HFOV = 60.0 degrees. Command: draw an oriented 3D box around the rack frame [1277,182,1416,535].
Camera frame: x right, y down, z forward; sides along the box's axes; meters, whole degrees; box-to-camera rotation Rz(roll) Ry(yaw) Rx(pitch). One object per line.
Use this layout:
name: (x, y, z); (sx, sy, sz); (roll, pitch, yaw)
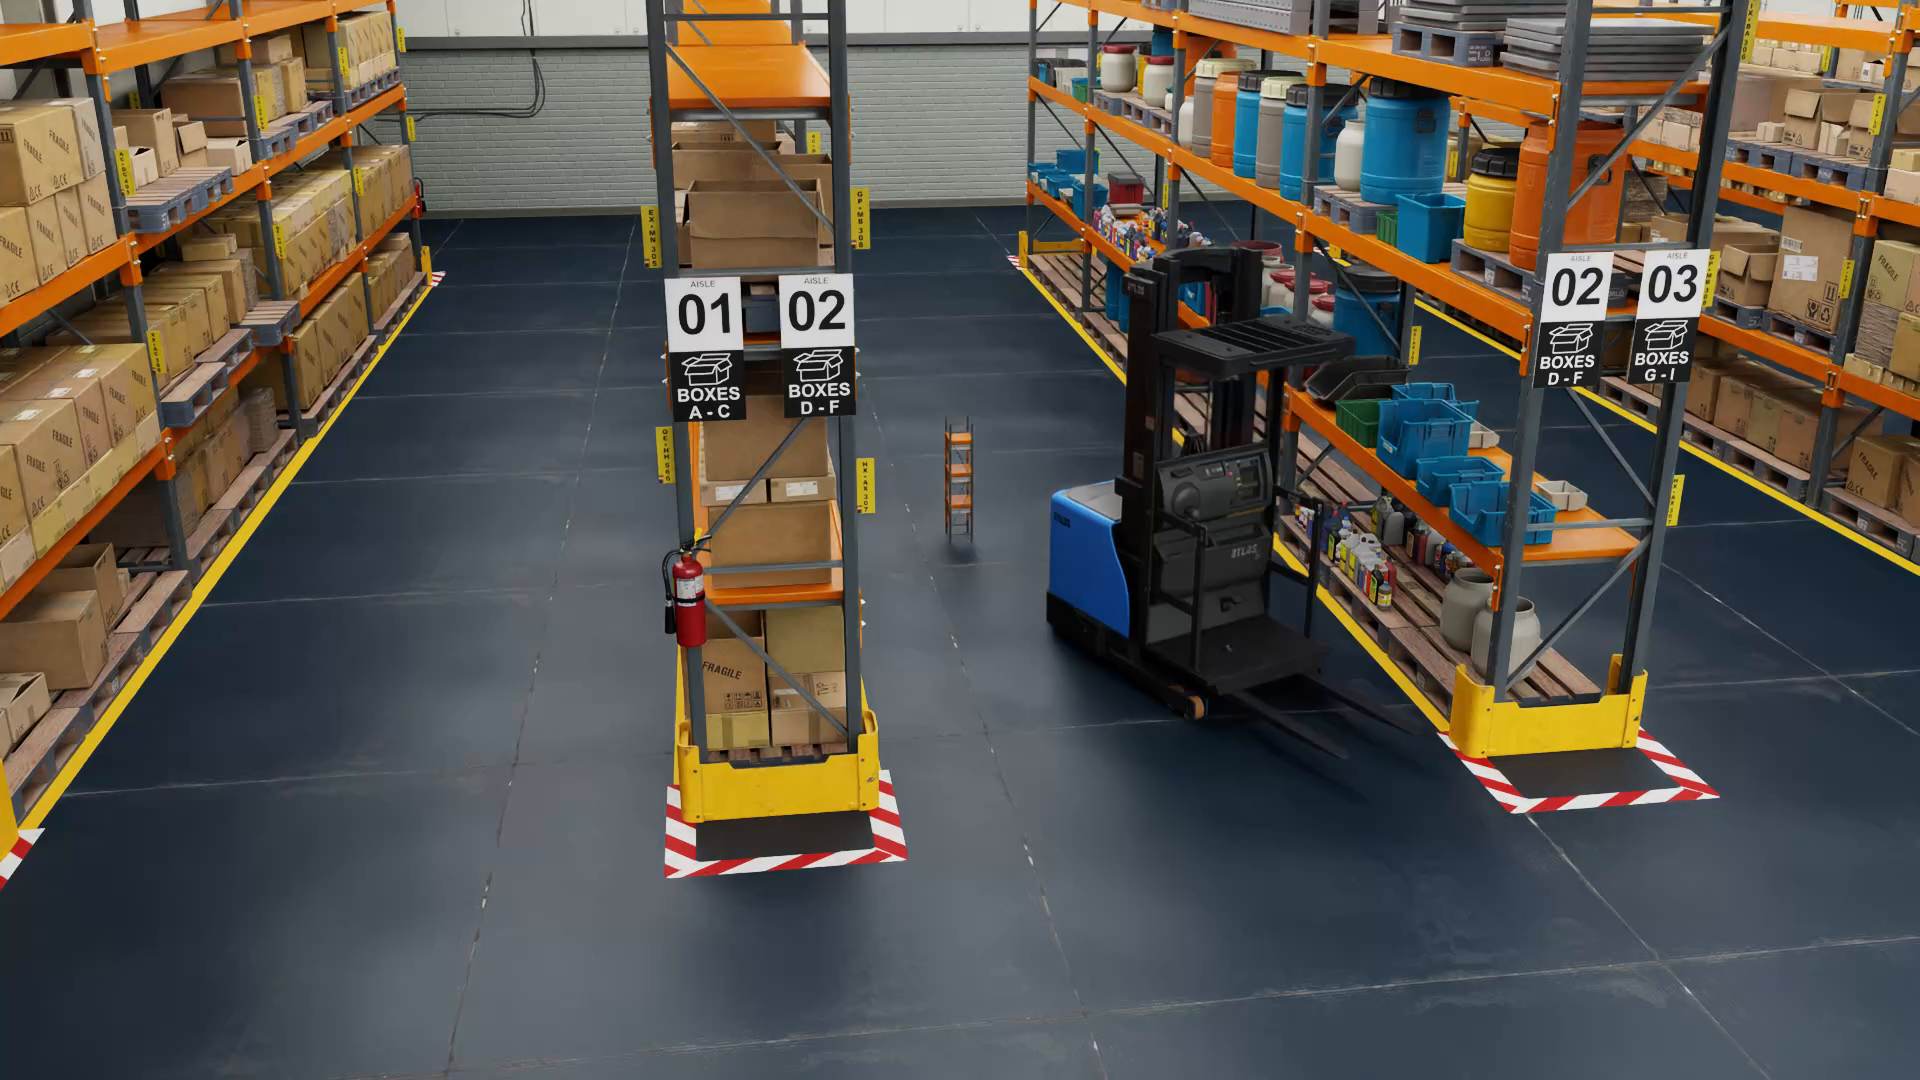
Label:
rack frame: (3.243, -1.471, 13.867); (1.000, 3.000, 0.127); (-3, 21, -8)

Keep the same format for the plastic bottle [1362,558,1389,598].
plastic bottle: (3.112, 0.281, 12.440); (0.152, 0.276, 0.135); (-3, 21, -7)

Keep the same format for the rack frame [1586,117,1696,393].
rack frame: (7.568, -3.106, 18.244); (1.000, 3.000, 0.127); (-3, 21, -8)

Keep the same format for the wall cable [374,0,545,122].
wall cable: (-8.752, -8.458, 28.439); (3.097, 2.526, 0.112); (-3, 21, -8)

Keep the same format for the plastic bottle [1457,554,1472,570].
plastic bottle: (3.817, 0.224, 12.600); (0.097, 0.271, 0.097); (0, 20, 0)

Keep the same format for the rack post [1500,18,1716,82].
rack post: (3.837, -2.930, 9.915); (0.937, 0.300, 0.954); (-1, 20, -2)

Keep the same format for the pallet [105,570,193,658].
pallet: (-6.429, 0.566, 12.400); (1.003, 0.211, 1.213); (-3, 21, -8)

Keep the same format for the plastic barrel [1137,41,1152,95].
plastic barrel: (2.422, -5.625, 19.834); (0.600, 0.588, 0.600); (0, 20, 0)

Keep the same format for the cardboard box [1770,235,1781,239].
cardboard box: (11.987, -4.340, 24.174); (0.380, 0.149, 0.250); (-2, 21, -7)

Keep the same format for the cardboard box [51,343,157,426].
cardboard box: (-6.186, -1.114, 12.025); (0.500, 0.500, 0.500); (-3, 21, -8)

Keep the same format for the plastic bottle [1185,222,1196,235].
plastic bottle: (2.705, -3.535, 19.463); (0.144, 0.351, 0.185); (-3, 21, -8)

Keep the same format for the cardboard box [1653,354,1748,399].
cardboard box: (7.777, -1.718, 17.474); (0.700, 0.500, 0.500); (-5, 21, -12)

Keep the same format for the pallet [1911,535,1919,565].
pallet: (8.455, 0.240, 13.273); (1.003, 0.211, 1.213); (-3, 21, -8)

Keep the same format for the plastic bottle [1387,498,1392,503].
plastic bottle: (3.604, -0.256, 13.986); (0.097, 0.201, 0.097); (0, 20, 0)

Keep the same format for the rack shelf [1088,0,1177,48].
rack shelf: (2.378, -5.834, 18.576); (1.077, 0.370, 4.000); (-3, 21, -8)

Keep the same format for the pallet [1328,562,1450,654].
pallet: (3.478, 0.493, 12.594); (1.003, 0.211, 1.213); (-3, 21, -8)

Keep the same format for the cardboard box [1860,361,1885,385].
cardboard box: (7.901, -1.426, 14.107); (0.380, 0.149, 0.250); (-3, 21, -8)

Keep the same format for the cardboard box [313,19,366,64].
cardboard box: (-7.619, -6.110, 20.399); (0.500, 0.500, 0.500); (-3, 21, -9)

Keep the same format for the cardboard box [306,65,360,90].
cardboard box: (-7.552, -5.572, 20.032); (0.500, 0.250, 0.500); (-3, 21, -8)

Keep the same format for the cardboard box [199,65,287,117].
cardboard box: (-7.542, -4.723, 17.515); (0.700, 0.500, 0.500); (-3, 21, -8)

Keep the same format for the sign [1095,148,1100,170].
sign: (2.055, -5.736, 25.052); (0.100, 0.325, 0.005); (-3, 21, -8)

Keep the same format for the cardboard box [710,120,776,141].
cardboard box: (-1.709, -3.321, 13.076); (0.500, 0.500, 0.500); (-3, 21, -7)

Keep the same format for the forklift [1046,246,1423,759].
forklift: (1.829, -0.361, 10.994); (1.130, 2.935, 3.031); (-12, 23, -29)

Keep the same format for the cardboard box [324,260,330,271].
cardboard box: (-7.245, -3.088, 18.527); (0.380, 0.149, 0.250); (-3, 21, -9)

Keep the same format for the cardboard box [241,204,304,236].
cardboard box: (-7.026, -3.259, 16.987); (0.500, 0.250, 0.500); (-3, 21, -9)

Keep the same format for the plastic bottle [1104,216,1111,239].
plastic bottle: (1.822, -3.833, 20.375); (0.097, 0.271, 0.097); (0, 20, 0)

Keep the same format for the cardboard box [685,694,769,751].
cardboard box: (-1.452, 1.083, 10.359); (0.500, 0.250, 0.500); (-3, 21, -8)

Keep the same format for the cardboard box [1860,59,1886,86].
cardboard box: (11.833, -5.951, 21.102); (0.500, 0.311, 0.500); (-3, 21, -9)

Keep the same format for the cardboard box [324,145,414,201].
cardboard box: (-8.207, -5.091, 23.130); (0.980, 0.700, 0.700); (-2, 21, -5)

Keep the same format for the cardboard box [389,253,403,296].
cardboard box: (-7.945, -3.567, 22.452); (0.700, 0.500, 0.500); (-4, 21, -10)

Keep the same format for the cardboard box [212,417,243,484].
cardboard box: (-6.923, -0.790, 14.988); (0.700, 0.500, 0.500); (-3, 21, -8)

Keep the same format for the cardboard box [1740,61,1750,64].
cardboard box: (11.355, -6.963, 23.786); (0.500, 0.250, 0.500); (-4, 21, -10)

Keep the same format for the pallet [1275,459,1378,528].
pallet: (3.092, -0.435, 15.078); (1.003, 0.211, 1.213); (-3, 21, -8)

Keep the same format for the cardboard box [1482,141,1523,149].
cardboard box: (7.091, -4.787, 21.168); (0.797, 0.503, 0.637); (-3, 21, -9)

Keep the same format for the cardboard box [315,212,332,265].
cardboard box: (-7.173, -3.266, 18.078); (0.500, 0.500, 0.500); (-2, 21, -6)

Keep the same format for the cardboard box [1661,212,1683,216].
cardboard box: (11.077, -5.032, 26.026); (0.380, 0.149, 0.250); (-4, 21, -10)

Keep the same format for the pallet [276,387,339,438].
pallet: (-7.176, -1.327, 17.467); (1.003, 0.211, 1.213); (-3, 21, -8)

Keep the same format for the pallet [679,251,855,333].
pallet: (-1.159, -1.447, 9.644); (1.003, 0.211, 1.213); (-3, 21, -8)

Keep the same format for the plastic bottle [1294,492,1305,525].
plastic bottle: (2.855, -0.267, 13.913); (0.097, 0.271, 0.097); (0, 20, 0)

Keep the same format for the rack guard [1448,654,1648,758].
rack guard: (3.762, 1.061, 10.661); (1.175, 0.500, 0.348); (-3, 21, -8)

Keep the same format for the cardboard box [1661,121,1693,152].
cardboard box: (7.457, -4.087, 16.800); (0.500, 0.250, 0.500); (-2, 21, -6)

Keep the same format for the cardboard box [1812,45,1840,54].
cardboard box: (11.598, -6.556, 22.126); (0.380, 0.149, 0.250); (-4, 21, -10)

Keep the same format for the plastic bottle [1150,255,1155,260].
plastic bottle: (2.140, -3.036, 18.341); (0.097, 0.201, 0.097); (0, 20, 0)

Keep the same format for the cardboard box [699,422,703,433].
cardboard box: (-1.474, -0.668, 10.648); (0.380, 0.149, 0.250); (-2, 21, -6)

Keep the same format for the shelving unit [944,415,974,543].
shelving unit: (-0.008, -0.510, 14.082); (0.215, 1.050, 0.252); (-3, 21, -8)

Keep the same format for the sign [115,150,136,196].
sign: (-6.025, -2.649, 11.995); (0.100, 0.325, 0.005); (-3, 21, -8)

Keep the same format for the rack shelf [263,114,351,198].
rack shelf: (-7.425, -4.117, 17.693); (1.077, 0.370, 4.000); (-3, 21, -8)

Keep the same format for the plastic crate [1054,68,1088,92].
plastic crate: (1.527, -6.192, 22.391); (0.437, 0.282, 0.530); (-3, 21, -8)

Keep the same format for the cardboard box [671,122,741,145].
cardboard box: (-1.847, -2.749, 12.059); (0.500, 0.500, 0.500); (-1, 21, -3)

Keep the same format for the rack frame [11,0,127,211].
rack frame: (-6.560, -3.782, 11.480); (1.000, 3.000, 0.127); (-3, 21, -8)

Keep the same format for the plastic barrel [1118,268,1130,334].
plastic barrel: (2.254, -3.020, 20.414); (0.600, 0.901, 0.708); (-3, 21, -8)

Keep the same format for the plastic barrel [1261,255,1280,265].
plastic barrel: (3.026, -2.563, 16.631); (0.421, 0.512, 0.421); (0, 20, 0)

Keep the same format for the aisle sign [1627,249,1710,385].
aisle sign: (4.120, -1.294, 9.677); (0.394, 0.787, 0.004); (-3, 21, -8)

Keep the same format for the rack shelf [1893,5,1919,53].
rack shelf: (8.433, -3.500, 11.759); (1.077, 0.370, 4.000); (-3, 21, -8)

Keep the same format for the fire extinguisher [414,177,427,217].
fire extinguisher: (-7.855, -4.991, 23.935); (0.296, 0.674, 0.183); (-3, 21, -8)

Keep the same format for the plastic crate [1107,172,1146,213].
plastic crate: (2.209, -4.621, 22.123); (0.402, 0.464, 0.583); (-3, 21, -8)

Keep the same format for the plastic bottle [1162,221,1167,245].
plastic bottle: (2.491, -3.700, 20.019); (0.097, 0.271, 0.097); (0, 20, 0)

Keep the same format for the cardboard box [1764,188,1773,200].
cardboard box: (11.517, -4.854, 23.285); (0.380, 0.149, 0.250); (-2, 21, -6)

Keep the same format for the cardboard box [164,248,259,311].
cardboard box: (-7.059, -2.447, 15.709); (0.700, 0.500, 0.500); (-5, 21, -14)

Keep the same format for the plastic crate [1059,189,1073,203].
plastic crate: (1.541, -4.733, 22.893); (0.293, 0.136, 0.466); (-3, 21, -8)
